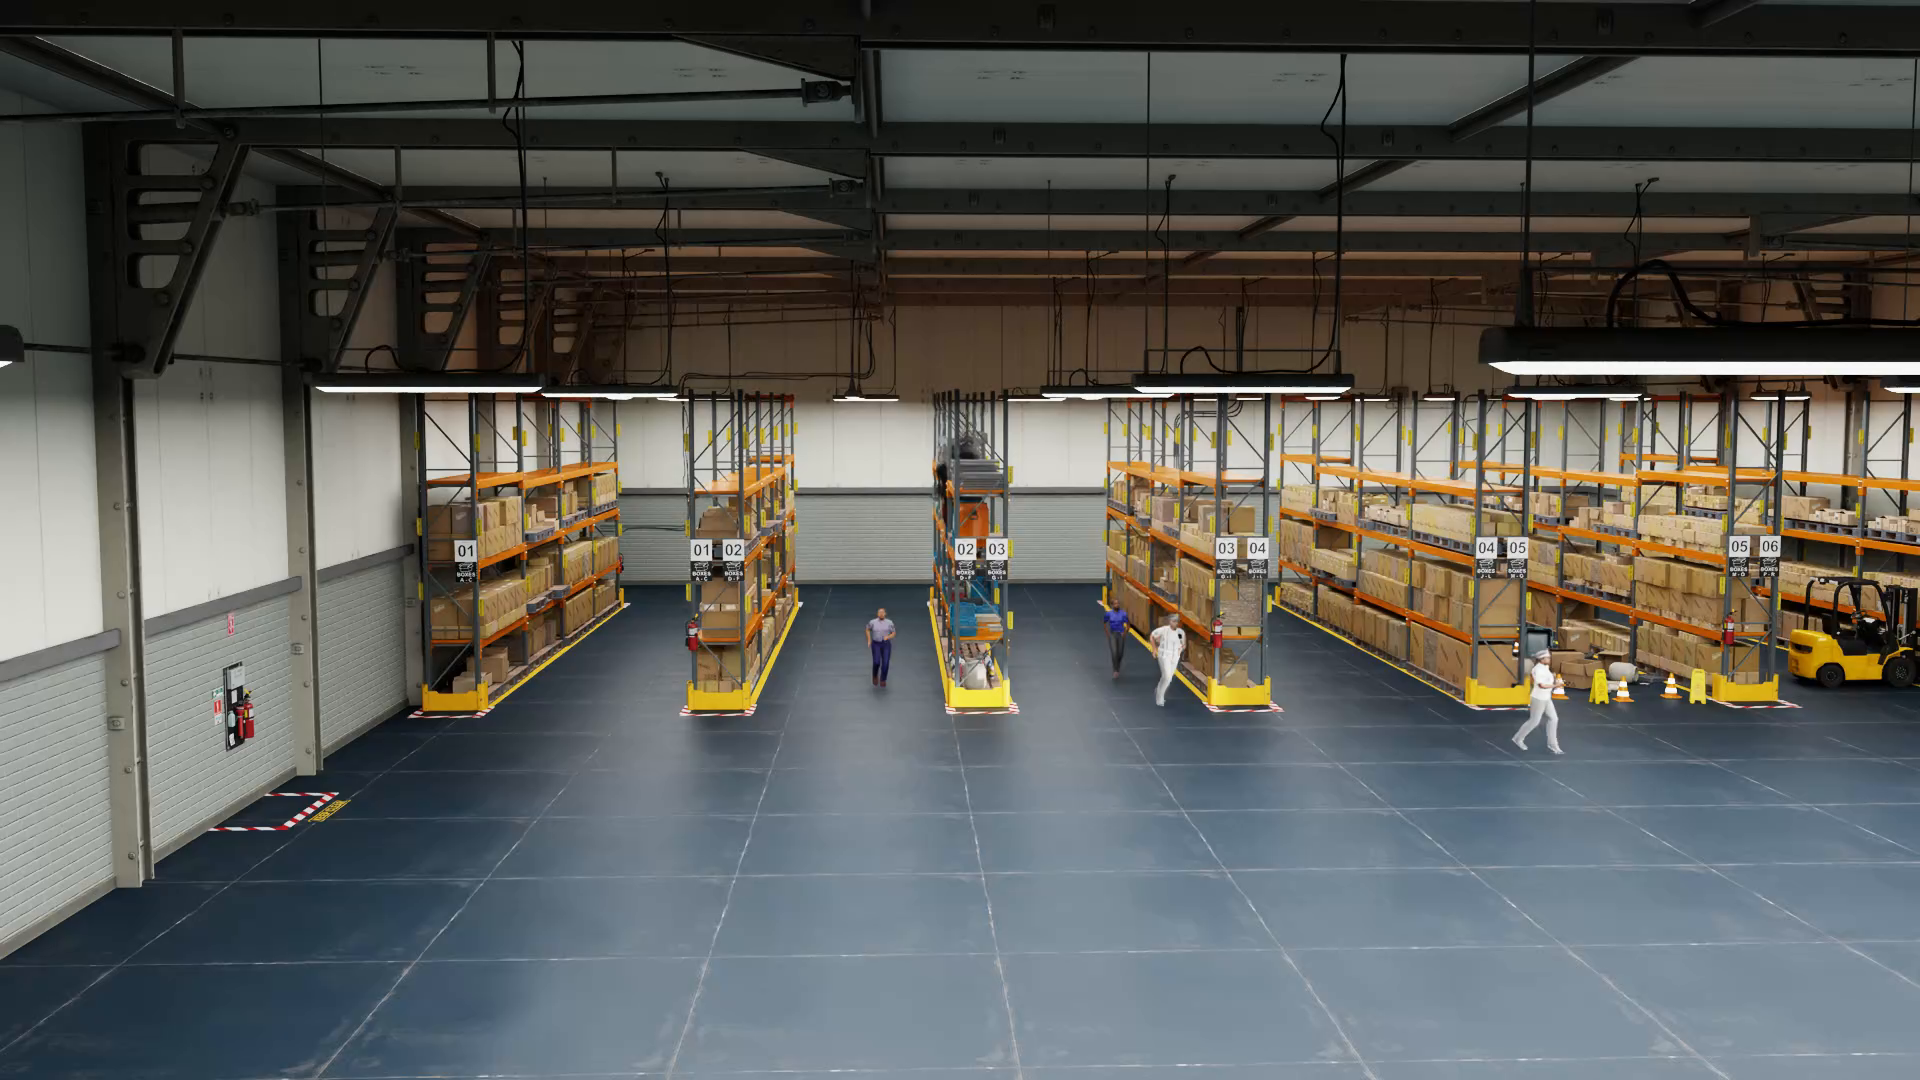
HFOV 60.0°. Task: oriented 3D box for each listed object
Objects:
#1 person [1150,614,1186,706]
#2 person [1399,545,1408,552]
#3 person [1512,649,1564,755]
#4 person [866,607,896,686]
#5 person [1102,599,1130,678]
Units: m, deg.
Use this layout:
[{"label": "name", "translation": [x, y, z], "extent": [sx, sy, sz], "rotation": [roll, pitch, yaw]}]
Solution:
[{"label": "person", "translation": [3.999, 2.274, 31.817], "extent": [0.651, 1.775, 0.764], "rotation": [-2, 5, -19]}, {"label": "person", "translation": [12.982, 0.815, 49.259], "extent": [0.695, 1.823, 0.632], "rotation": [-1, 5, -10]}, {"label": "person", "translation": [9.507, 2.643, 27.303], "extent": [0.805, 1.746, 0.603], "rotation": [3, 6, 32]}, {"label": "person", "translation": [-1.593, 2.165, 33.635], "extent": [0.596, 1.605, 0.607], "rotation": [-1, 5, -8]}, {"label": "person", "translation": [3.298, 2.051, 35.151], "extent": [0.590, 1.640, 0.743], "rotation": [0, 5, 0]}]
